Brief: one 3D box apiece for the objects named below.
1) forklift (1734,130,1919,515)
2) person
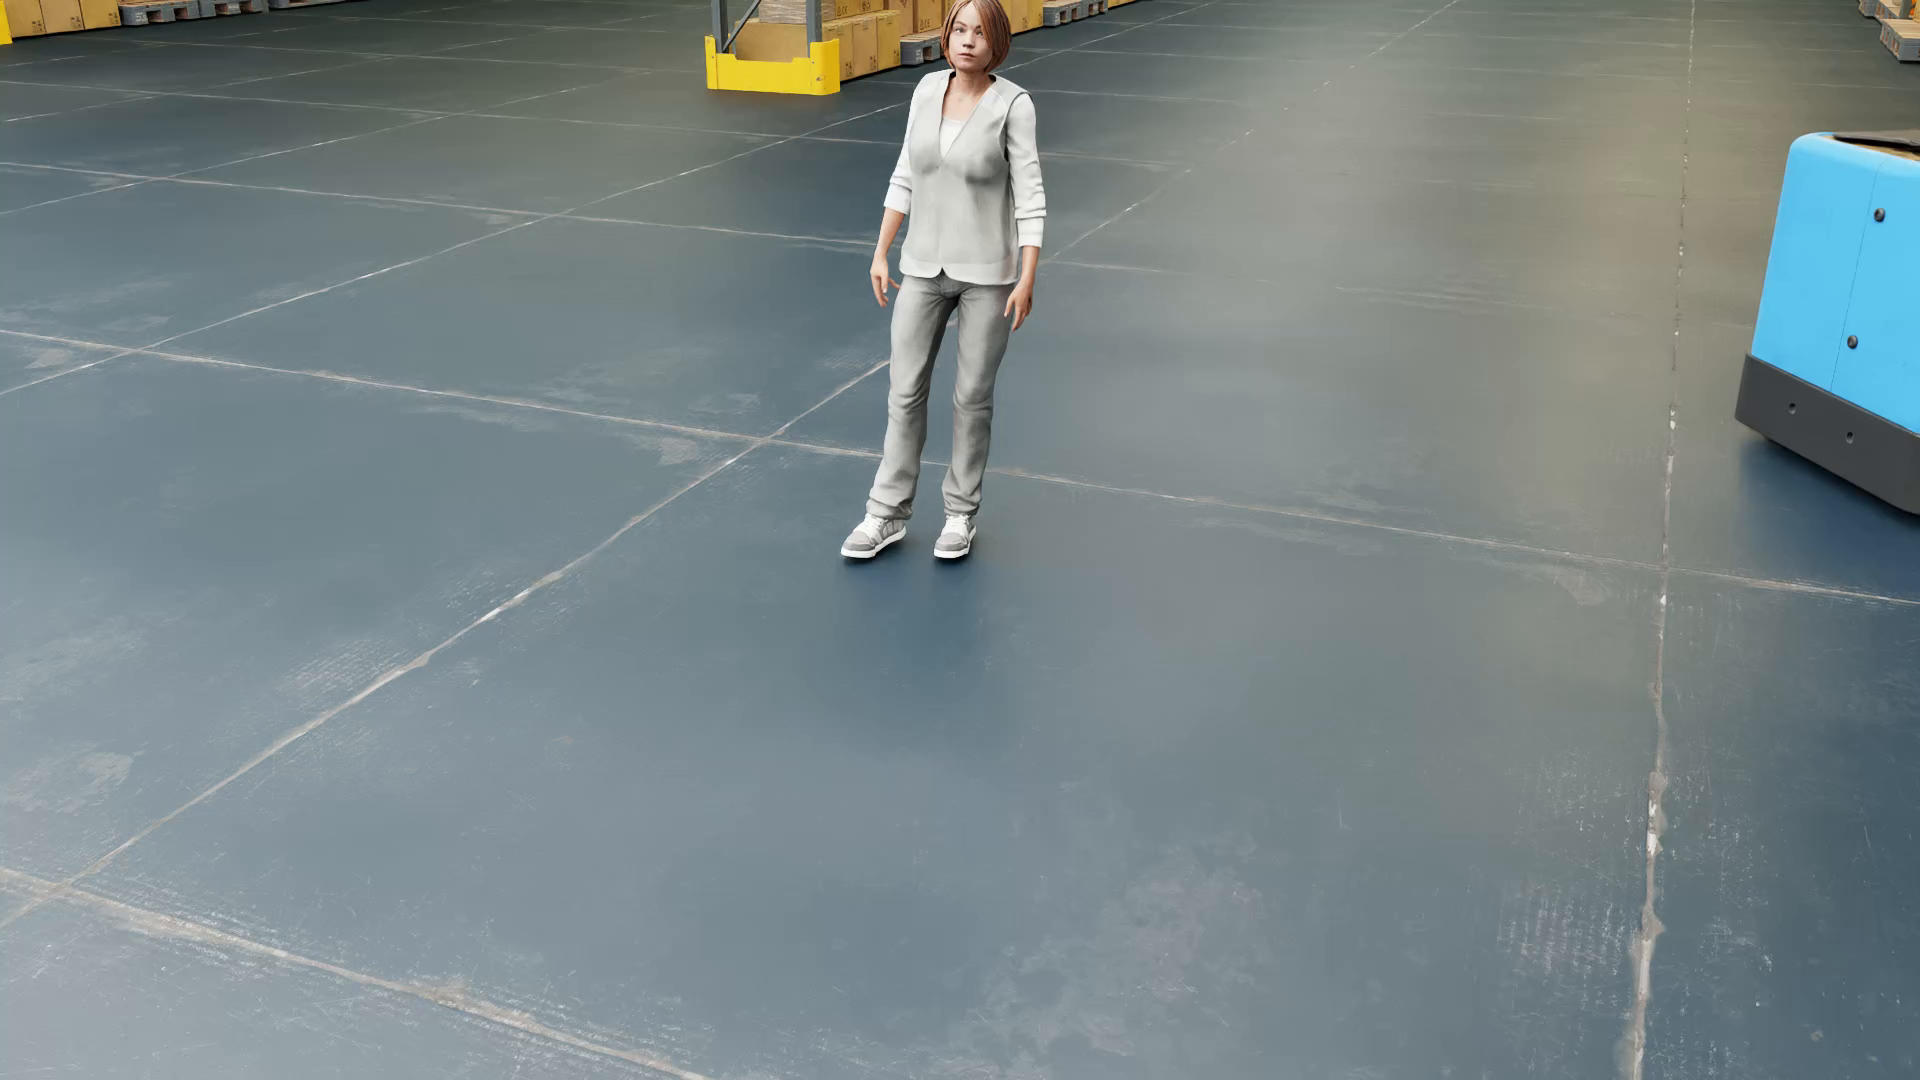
[{"bbox_3d":[4.330,-1.637,5.208,3.031,2.935,1.130,-3,23,-8],"label":"forklift"},{"bbox_3d":[-0.041,-0.719,4.723,0.521,1.599,0.473,9,24,21],"label":"person"}]
